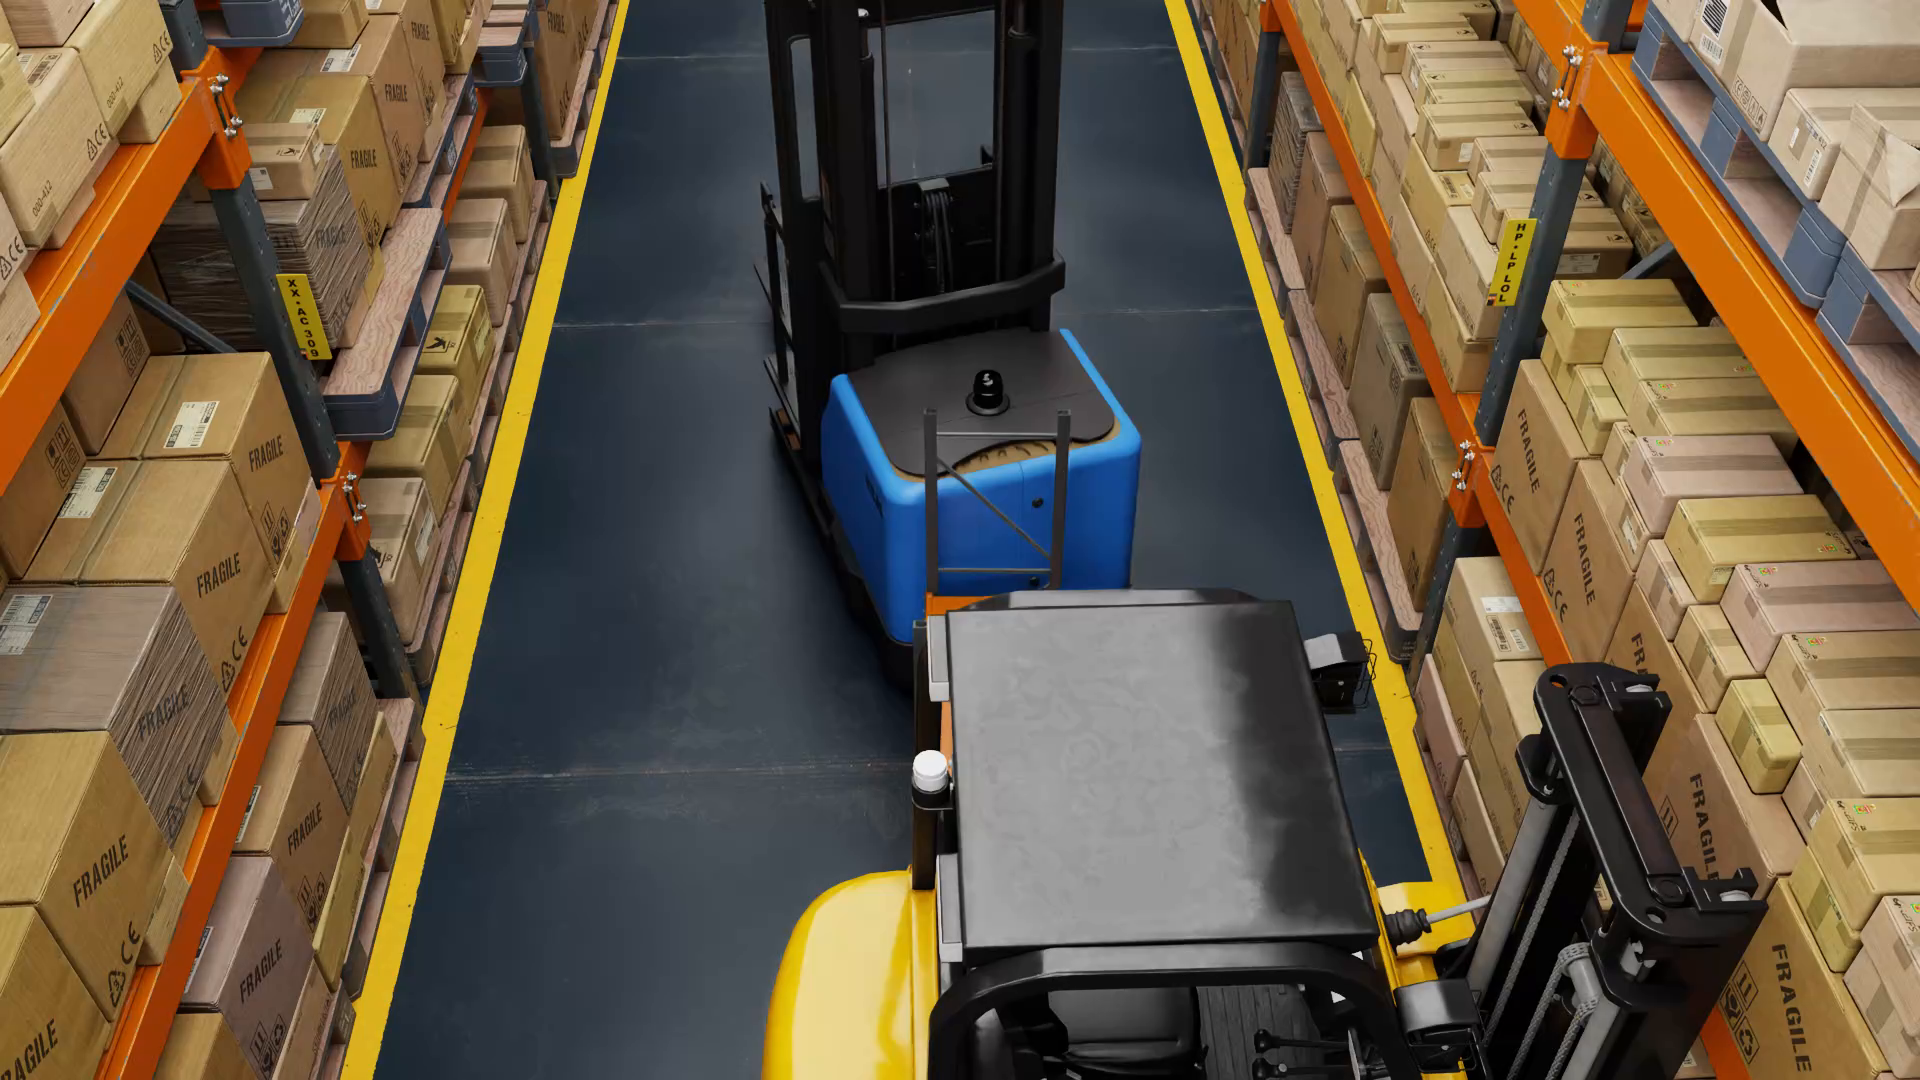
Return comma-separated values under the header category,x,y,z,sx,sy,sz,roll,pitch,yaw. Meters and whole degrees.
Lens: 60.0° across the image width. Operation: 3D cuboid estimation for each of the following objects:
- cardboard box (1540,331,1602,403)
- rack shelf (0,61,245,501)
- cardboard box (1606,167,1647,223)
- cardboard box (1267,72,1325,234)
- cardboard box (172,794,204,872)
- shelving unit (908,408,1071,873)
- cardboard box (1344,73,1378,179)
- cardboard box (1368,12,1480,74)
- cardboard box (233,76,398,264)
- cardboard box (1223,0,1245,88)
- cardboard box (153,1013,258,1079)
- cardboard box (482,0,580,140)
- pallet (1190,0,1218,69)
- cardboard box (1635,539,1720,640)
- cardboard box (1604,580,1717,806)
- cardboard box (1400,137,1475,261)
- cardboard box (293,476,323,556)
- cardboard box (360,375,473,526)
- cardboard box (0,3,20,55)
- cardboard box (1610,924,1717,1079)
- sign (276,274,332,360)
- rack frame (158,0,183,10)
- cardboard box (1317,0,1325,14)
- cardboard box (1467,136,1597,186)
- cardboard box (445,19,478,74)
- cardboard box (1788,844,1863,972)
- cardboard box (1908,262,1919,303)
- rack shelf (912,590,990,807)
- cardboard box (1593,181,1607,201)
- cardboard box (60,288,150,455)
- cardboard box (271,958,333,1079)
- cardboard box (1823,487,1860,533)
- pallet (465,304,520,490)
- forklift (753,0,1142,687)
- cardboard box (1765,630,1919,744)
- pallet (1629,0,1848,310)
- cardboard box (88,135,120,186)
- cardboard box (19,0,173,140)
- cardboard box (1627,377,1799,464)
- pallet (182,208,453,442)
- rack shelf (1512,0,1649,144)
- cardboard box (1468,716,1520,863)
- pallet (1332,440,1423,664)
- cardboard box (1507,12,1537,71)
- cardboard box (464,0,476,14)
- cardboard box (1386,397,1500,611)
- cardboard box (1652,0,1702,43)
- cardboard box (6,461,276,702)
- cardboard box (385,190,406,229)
category,x,y,z,sx,sy,sz,roll,pitch,yaw
cardboard box,2.070,-0.569,5.246,0.380,0.149,0.250,-2,43,-2
rack shelf,-2.555,0.139,3.340,1.077,0.370,4.000,-2,43,-2
cardboard box,2.560,-1.217,5.954,0.380,0.149,0.250,-3,43,-3
cardboard box,2.162,-2.074,8.889,0.875,0.625,0.625,0,43,0
cardboard box,-2.294,0.790,4.504,0.380,0.149,0.250,-2,43,-3
shelving unit,0.119,0.454,5.795,0.587,1.500,1.083,1,43,1
cardboard box,1.990,-1.817,7.273,0.500,0.250,0.500,0,43,0
cardboard box,1.910,-2.054,6.867,0.380,0.149,0.250,-3,43,-3
cardboard box,-2.395,-1.335,6.031,0.500,0.500,0.500,-2,43,-2
cardboard box,1.906,-3.067,10.065,0.500,0.500,0.500,-2,43,-2
cardboard box,-2.269,1.652,4.547,0.500,0.500,0.500,-1,43,-1
cardboard box,-2.756,-2.911,9.617,0.875,0.875,0.875,-2,43,-2
pallet,2.107,-3.515,11.078,1.003,0.211,1.213,-2,43,-2
cardboard box,2.067,0.127,4.487,0.380,0.149,0.250,-2,43,-2
cardboard box,2.138,0.448,4.617,0.500,0.500,0.500,-2,43,-2
cardboard box,2.014,-1.316,6.356,0.500,0.250,0.500,-3,43,-3
cardboard box,-2.322,-0.070,5.442,0.380,0.149,0.250,-2,43,-2
cardboard box,-2.699,-0.396,7.246,0.950,0.372,0.625,1,43,1
cardboard box,-2.399,-1.118,3.776,0.380,0.149,0.250,-1,43,-1
cardboard box,2.085,1.346,4.695,0.500,0.250,0.500,-2,43,-3
sign,-2.098,-0.710,5.314,0.100,0.325,0.005,-2,43,-2
rack frame,-2.640,-2.582,3.557,1.000,3.000,0.127,-2,43,-2
cardboard box,1.944,-2.700,7.867,0.500,0.250,0.500,0,43,0
cardboard box,2.096,-1.356,6.105,0.380,0.149,0.250,-2,43,-2
cardboard box,-2.393,-2.215,7.472,0.380,0.149,0.250,-1,43,-1
cardboard box,2.116,0.818,3.734,0.380,0.149,0.250,-1,43,-1
cardboard box,2.297,-0.533,3.080,0.797,0.503,0.637,0,43,0
rack shelf,0.119,0.592,5.910,0.538,0.185,1.000,1,43,1
cardboard box,2.543,-1.334,6.376,0.500,0.250,0.500,-2,43,-2
cardboard box,-2.838,-0.582,4.781,0.700,0.500,0.500,-2,43,-2
cardboard box,-2.297,1.582,5.178,0.500,0.250,0.500,-1,43,-1
cardboard box,2.687,-0.061,4.692,0.380,0.149,0.250,-1,43,-2
pallet,-2.729,-0.694,8.000,1.003,0.211,1.213,-2,43,-2
forklift,-0.260,-1.501,6.868,1.130,2.935,3.031,-13,44,-14
cardboard box,2.199,0.358,4.015,0.380,0.149,0.250,-1,43,-2
pallet,2.381,-1.013,4.131,1.003,0.211,1.213,-2,43,-2
cardboard box,-2.399,-1.006,4.244,0.380,0.149,0.250,-1,43,-1
cardboard box,-2.352,-1.239,4.203,0.500,0.250,0.500,-2,43,-2
cardboard box,2.157,-0.332,4.767,0.380,0.149,0.250,-2,43,-3
pallet,-2.527,-0.820,6.216,1.003,0.211,1.213,-2,43,-2
rack shelf,2.234,-2.706,6.445,1.077,0.370,4.000,-2,43,-2
cardboard box,2.055,0.834,5.624,0.500,0.250,0.500,-2,43,-2
pallet,2.249,0.016,7.226,1.003,0.211,1.213,-2,43,-2
cardboard box,2.500,-2.065,6.879,0.380,0.149,0.250,-1,43,-1
cardboard box,-2.480,-2.725,7.547,0.500,0.500,0.500,-2,43,-2
cardboard box,2.286,-0.147,6.787,0.875,0.625,0.625,0,43,0
cardboard box,2.035,-1.409,4.298,0.380,0.149,0.250,-1,43,-1
cardboard box,-2.344,0.123,4.751,0.500,0.500,0.500,0,43,0
cardboard box,-2.407,-1.348,6.525,0.380,0.149,0.250,-1,43,-1
